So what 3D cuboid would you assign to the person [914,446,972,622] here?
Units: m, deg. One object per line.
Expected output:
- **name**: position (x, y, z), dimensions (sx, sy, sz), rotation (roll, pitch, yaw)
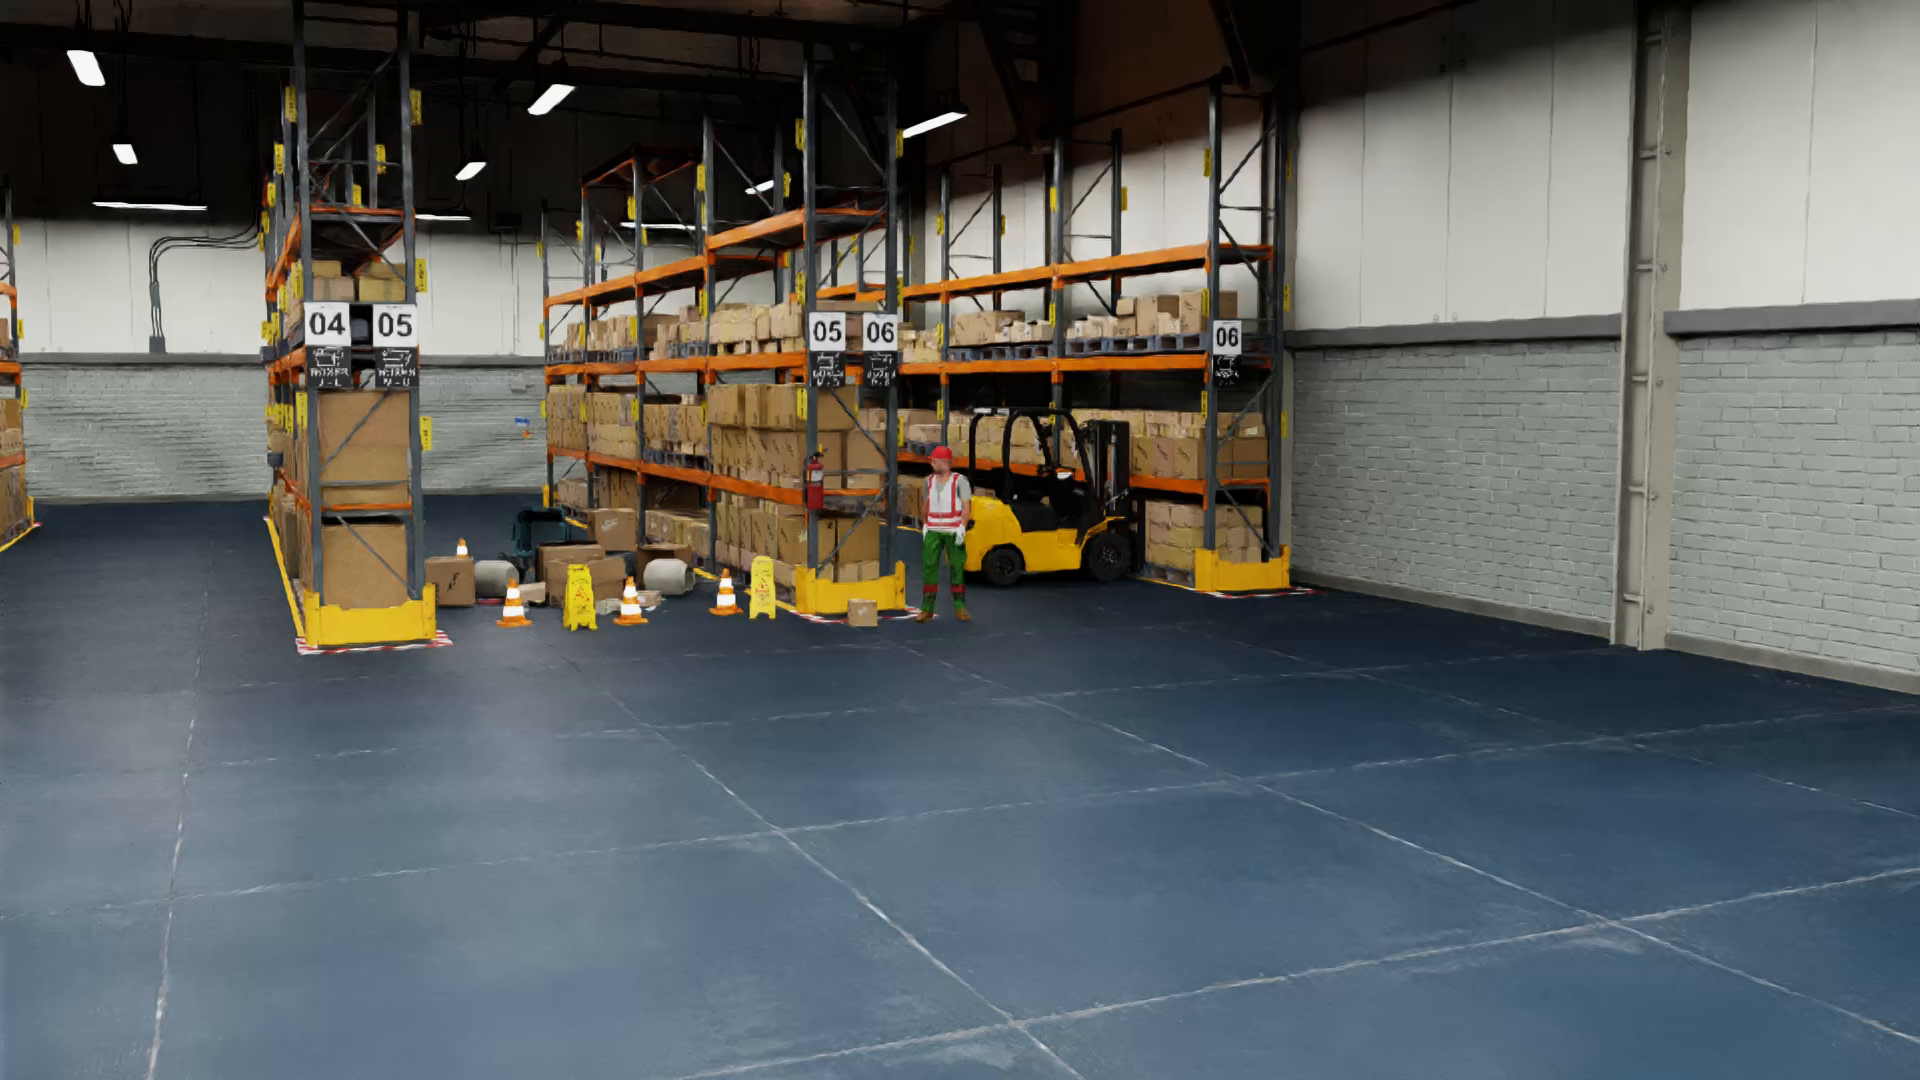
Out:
- **person**: position (-0.158, -0.071, 17.091), dimensions (0.566, 1.793, 0.531), rotation (2, 6, 16)
